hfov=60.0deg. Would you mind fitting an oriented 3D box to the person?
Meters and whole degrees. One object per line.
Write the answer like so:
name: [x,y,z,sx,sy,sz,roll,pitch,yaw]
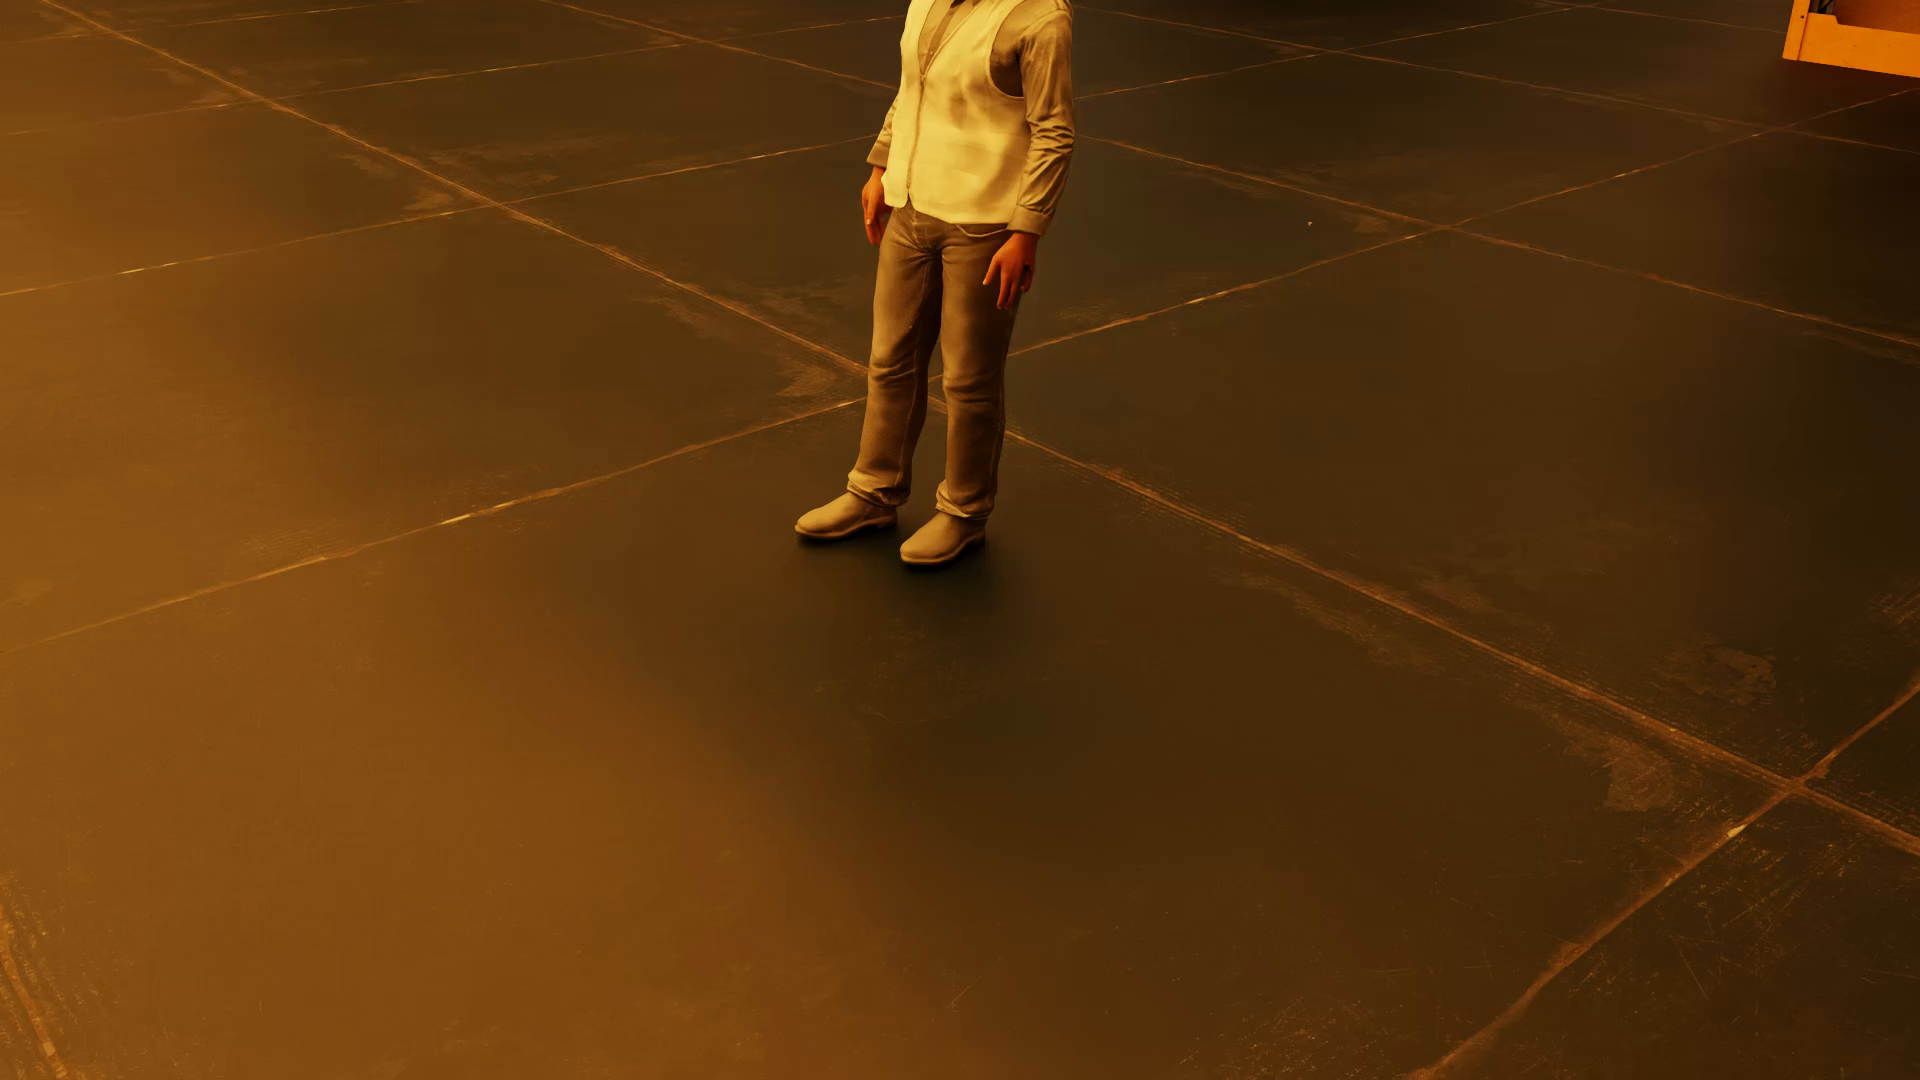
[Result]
person: [-0.053,-0.787,4.074,0.568,1.773,0.632,-20,33,-35]
